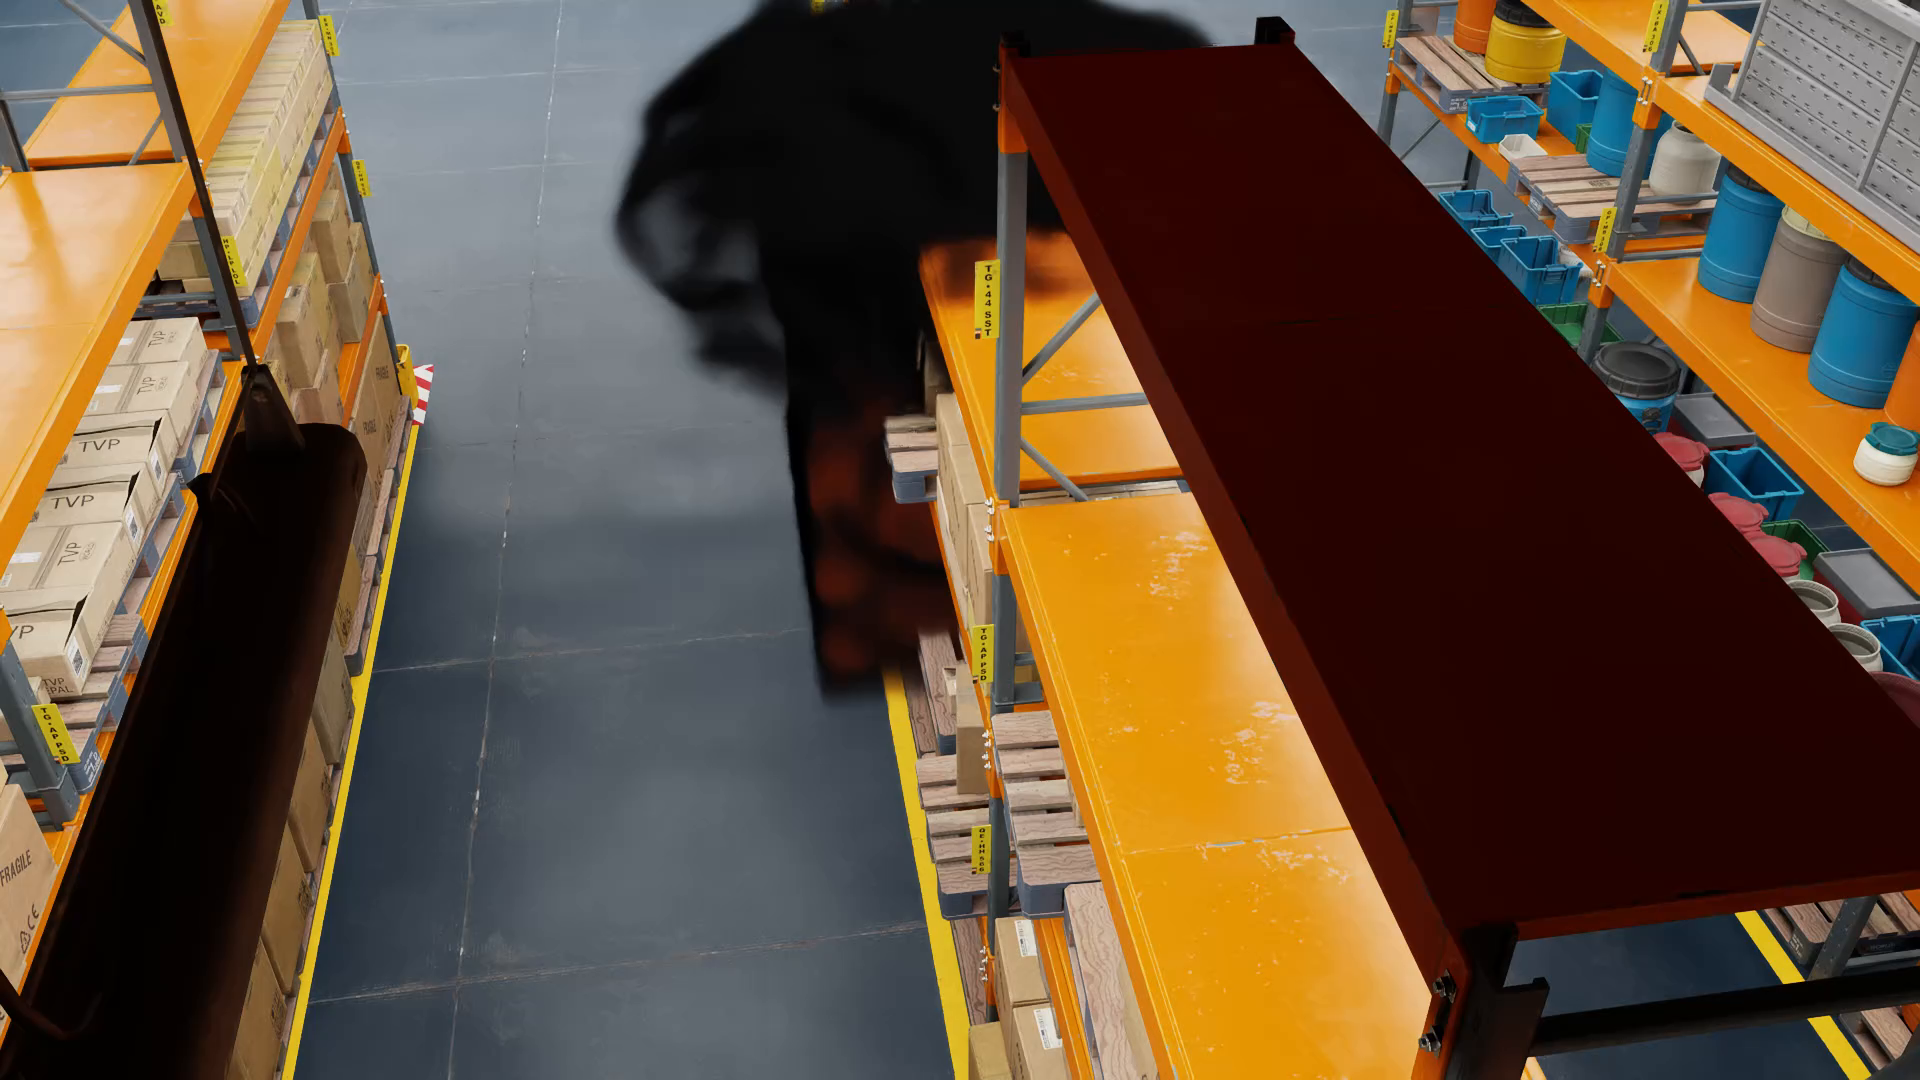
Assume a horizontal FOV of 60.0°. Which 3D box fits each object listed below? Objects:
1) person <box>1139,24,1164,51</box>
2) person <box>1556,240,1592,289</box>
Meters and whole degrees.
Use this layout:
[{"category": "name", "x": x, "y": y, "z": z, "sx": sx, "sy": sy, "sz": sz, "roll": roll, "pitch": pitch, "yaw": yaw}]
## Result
[{"category": "person", "x": 2.109, "y": -4.982, "z": 18.807, "sx": 0.811, "sy": 1.650, "sz": 0.589, "roll": 16, "pitch": 39, "yaw": 21}, {"category": "person", "x": 5.751, "y": -2.520, "z": 15.479, "sx": 0.650, "sy": 1.648, "sz": 0.646, "roll": -5, "pitch": 37, "yaw": -6}]
